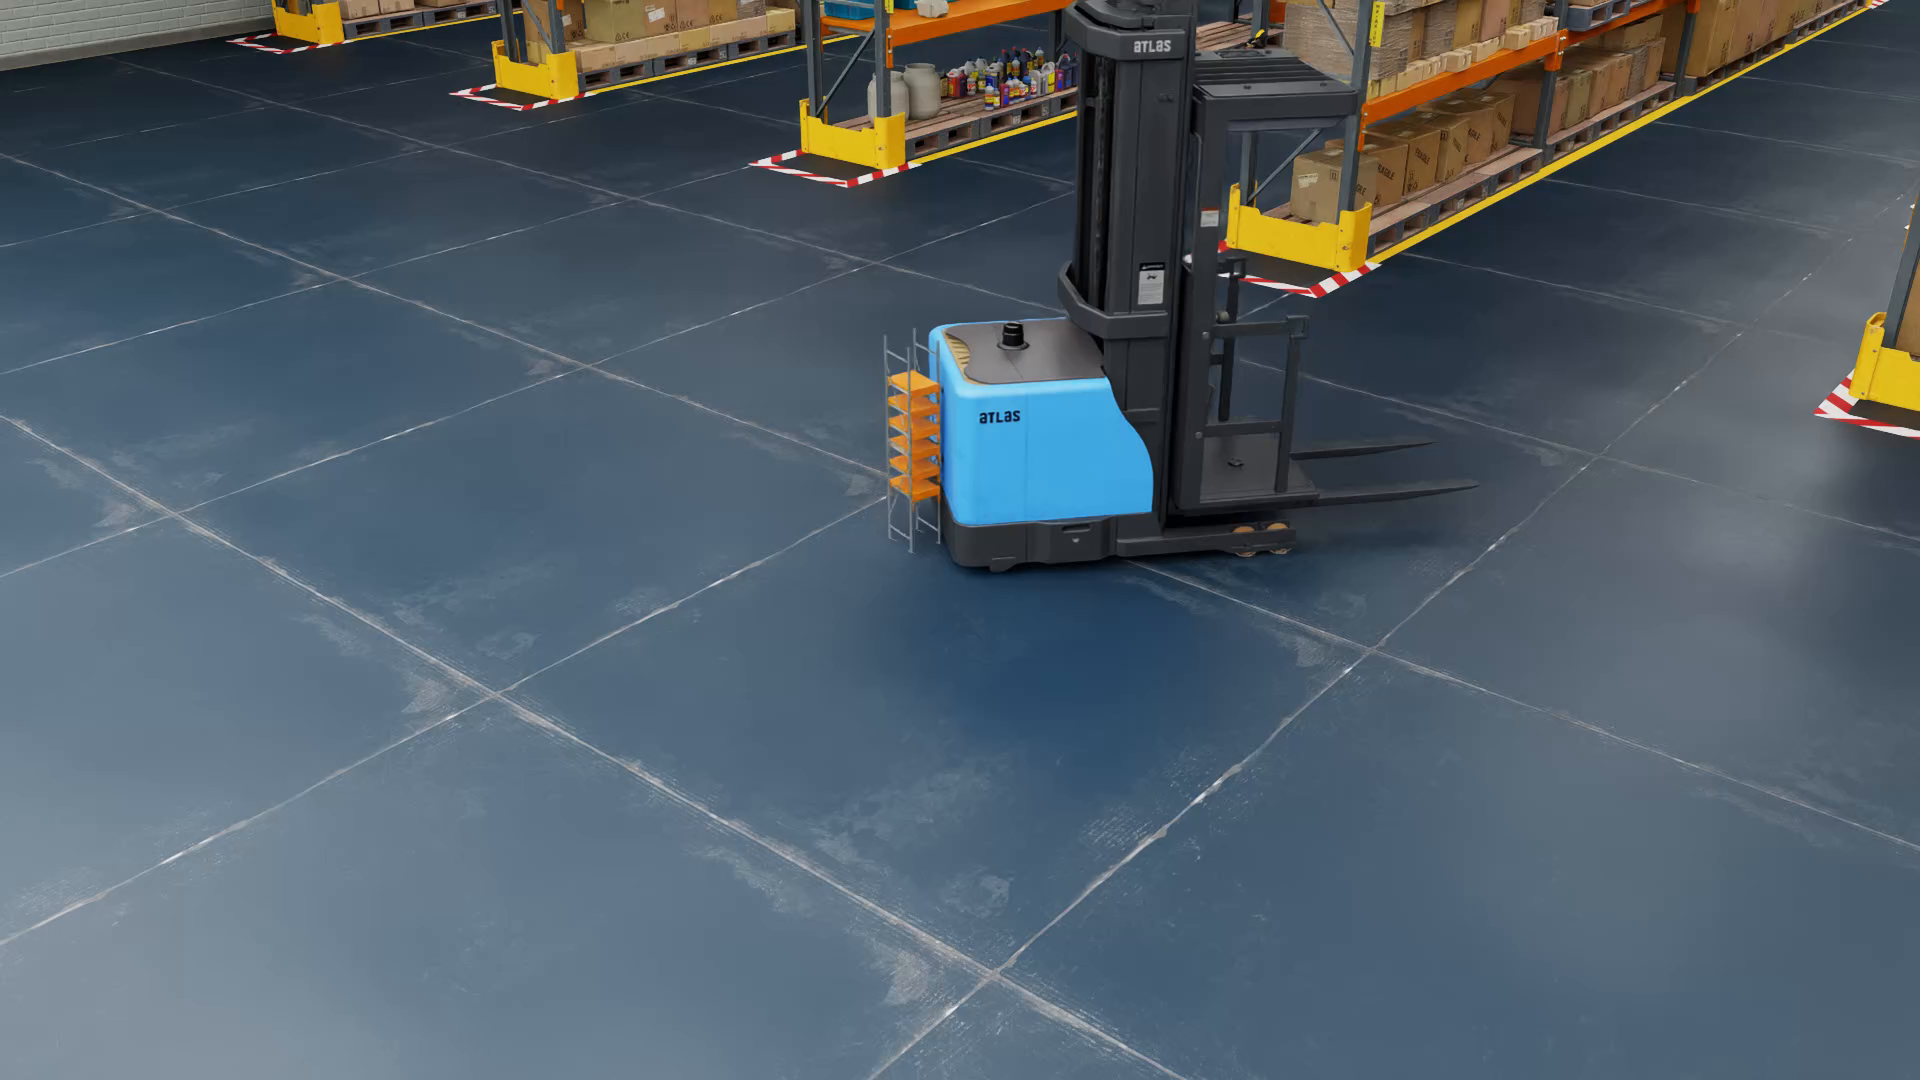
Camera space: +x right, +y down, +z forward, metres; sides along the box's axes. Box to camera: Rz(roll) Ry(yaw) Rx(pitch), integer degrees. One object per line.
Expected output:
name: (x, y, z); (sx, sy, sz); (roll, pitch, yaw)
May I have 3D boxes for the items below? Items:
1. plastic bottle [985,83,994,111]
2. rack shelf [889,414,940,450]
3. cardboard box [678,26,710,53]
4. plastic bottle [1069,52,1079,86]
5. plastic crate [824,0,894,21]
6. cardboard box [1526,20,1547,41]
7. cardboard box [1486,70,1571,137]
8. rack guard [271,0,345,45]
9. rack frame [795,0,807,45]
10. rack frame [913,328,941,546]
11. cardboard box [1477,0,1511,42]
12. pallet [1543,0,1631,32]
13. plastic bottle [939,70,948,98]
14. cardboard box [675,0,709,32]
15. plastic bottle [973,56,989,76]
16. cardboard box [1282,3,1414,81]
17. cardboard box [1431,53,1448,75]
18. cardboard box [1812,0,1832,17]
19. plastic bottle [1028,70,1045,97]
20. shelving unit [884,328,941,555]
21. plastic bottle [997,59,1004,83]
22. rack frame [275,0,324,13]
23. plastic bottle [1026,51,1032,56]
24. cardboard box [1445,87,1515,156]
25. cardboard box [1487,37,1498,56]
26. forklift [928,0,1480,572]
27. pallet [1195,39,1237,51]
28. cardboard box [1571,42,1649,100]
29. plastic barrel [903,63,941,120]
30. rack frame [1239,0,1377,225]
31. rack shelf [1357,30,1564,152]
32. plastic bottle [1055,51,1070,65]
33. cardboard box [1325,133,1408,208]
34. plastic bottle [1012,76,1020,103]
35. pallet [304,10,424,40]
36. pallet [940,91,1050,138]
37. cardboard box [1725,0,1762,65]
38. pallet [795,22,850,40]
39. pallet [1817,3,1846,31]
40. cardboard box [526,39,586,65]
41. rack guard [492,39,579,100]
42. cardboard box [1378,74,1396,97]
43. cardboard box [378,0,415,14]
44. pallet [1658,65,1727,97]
plastic bottle: (0.308, -4.665, 17.494); (0.097, 0.271, 0.097); (0, 27, 0)
rack shelf: (-0.252, -0.590, 8.920); (0.180, 0.103, 0.258); (-18, 32, -31)
cardboard box: (-3.437, -6.201, 20.507); (0.500, 0.250, 0.500); (21, 34, 34)
plastic bottle: (1.271, -5.255, 18.547); (0.144, 0.351, 0.185); (20, 33, 33)
plastic crate: (-0.998, -5.329, 16.448); (0.499, 0.251, 0.616); (21, 34, 34)
cardboard box: (5.204, -4.741, 15.424); (0.380, 0.149, 0.250); (21, 34, 34)
cardboard box: (5.688, -4.397, 16.727); (0.700, 0.500, 0.500); (18, 32, 31)
rack guard: (-8.682, -6.942, 22.125); (1.175, 0.500, 0.348); (21, 34, 34)
rack frame: (-2.361, -7.997, 21.444); (1.000, 3.000, 0.127); (21, 34, 34)
rack frame: (-0.177, -0.547, 9.002); (0.006, 1.200, 0.240); (-18, 32, -31)
cardboard box: (4.361, -4.762, 14.758); (0.875, 0.500, 0.500); (21, 34, 34)
pallet: (5.879, -5.244, 16.331); (1.003, 0.211, 1.213); (21, 34, 34)
plastic bottle: (-0.195, -4.945, 18.022); (0.061, 0.283, 0.133); (22, 34, 36)
cardboard box: (-3.437, -6.534, 20.334); (0.500, 0.500, 0.500); (21, 34, 34)
plastic bottle: (0.235, -5.185, 18.411); (0.144, 0.351, 0.185); (20, 34, 34)
cardboard box: (3.107, -4.046, 13.374); (0.875, 0.500, 0.500); (21, 34, 34)
cardboard box: (3.891, -4.047, 14.083); (0.380, 0.149, 0.250); (21, 34, 34)
cardboard box: (11.423, -7.710, 22.744); (0.875, 0.875, 0.875); (21, 34, 34)
plastic bottle: (0.837, -4.982, 18.102); (0.152, 0.276, 0.135); (21, 34, 35)
shelving unit: (-0.252, -0.523, 8.955); (0.189, 1.200, 0.258); (-18, 32, -31)
plastic bottle: (0.440, -5.237, 18.599); (0.097, 0.271, 0.097); (0, 27, 0)
rack frame: (-8.730, -8.025, 21.499); (1.000, 3.000, 0.127); (21, 34, 34)
plastic bottle: (0.733, -5.426, 18.960); (0.152, 0.276, 0.135); (22, 35, 36)
cardboard box: (4.995, -4.047, 16.072); (0.500, 0.500, 0.500); (20, 33, 33)
cardboard box: (4.537, -4.398, 14.761); (0.380, 0.149, 0.250); (21, 34, 34)
forklift: (1.381, -1.443, 8.850); (3.031, 2.935, 1.130); (-5, 28, -9)
pallet: (2.704, -6.034, 20.684); (1.003, 0.211, 1.213); (21, 34, 34)
cardboard box: (7.071, -5.160, 18.202); (0.700, 0.500, 0.500); (18, 32, 30)
plastic barrel: (-0.407, -4.645, 17.215); (0.421, 0.512, 0.421); (0, 27, 0)
rack frame: (2.736, -3.682, 13.104); (1.000, 3.000, 0.127); (21, 34, 34)
rack shelf: (4.008, -4.072, 14.640); (1.077, 0.370, 4.000); (21, 34, 34)
plastic bottle: (1.160, -5.297, 18.628); (0.144, 0.351, 0.185); (21, 34, 34)
cardboard box: (3.500, -3.197, 14.429); (0.500, 0.500, 0.500); (-18, 32, -31)
plastic bottle: (0.590, -4.822, 17.798); (0.097, 0.271, 0.097); (0, 27, 0)
pallet: (-8.138, -7.092, 22.729); (1.003, 0.211, 1.213); (21, 34, 34)
pallet: (0.224, -4.649, 18.008); (1.003, 0.211, 1.213); (21, 34, 34)
cardboard box: (8.853, -6.314, 20.046); (1.225, 0.875, 0.875); (21, 34, 35)
pallet: (-1.923, -7.031, 22.612); (1.003, 0.211, 1.213); (21, 34, 34)
pallet: (11.689, -7.380, 23.286); (1.003, 0.211, 1.213); (21, 34, 34)
cardboard box: (-4.792, -5.821, 19.773); (0.500, 0.250, 0.500); (21, 34, 34)
rack guard: (-4.921, -5.460, 19.261); (1.175, 0.500, 0.348); (21, 34, 34)
cardboard box: (3.275, -3.685, 13.383); (0.380, 0.149, 0.250); (21, 34, 34)
cardboard box: (-7.858, -7.448, 22.830); (0.500, 0.311, 0.500); (24, 36, 38)
pallet: (8.384, -5.538, 19.725); (1.003, 0.211, 1.213); (21, 34, 34)
